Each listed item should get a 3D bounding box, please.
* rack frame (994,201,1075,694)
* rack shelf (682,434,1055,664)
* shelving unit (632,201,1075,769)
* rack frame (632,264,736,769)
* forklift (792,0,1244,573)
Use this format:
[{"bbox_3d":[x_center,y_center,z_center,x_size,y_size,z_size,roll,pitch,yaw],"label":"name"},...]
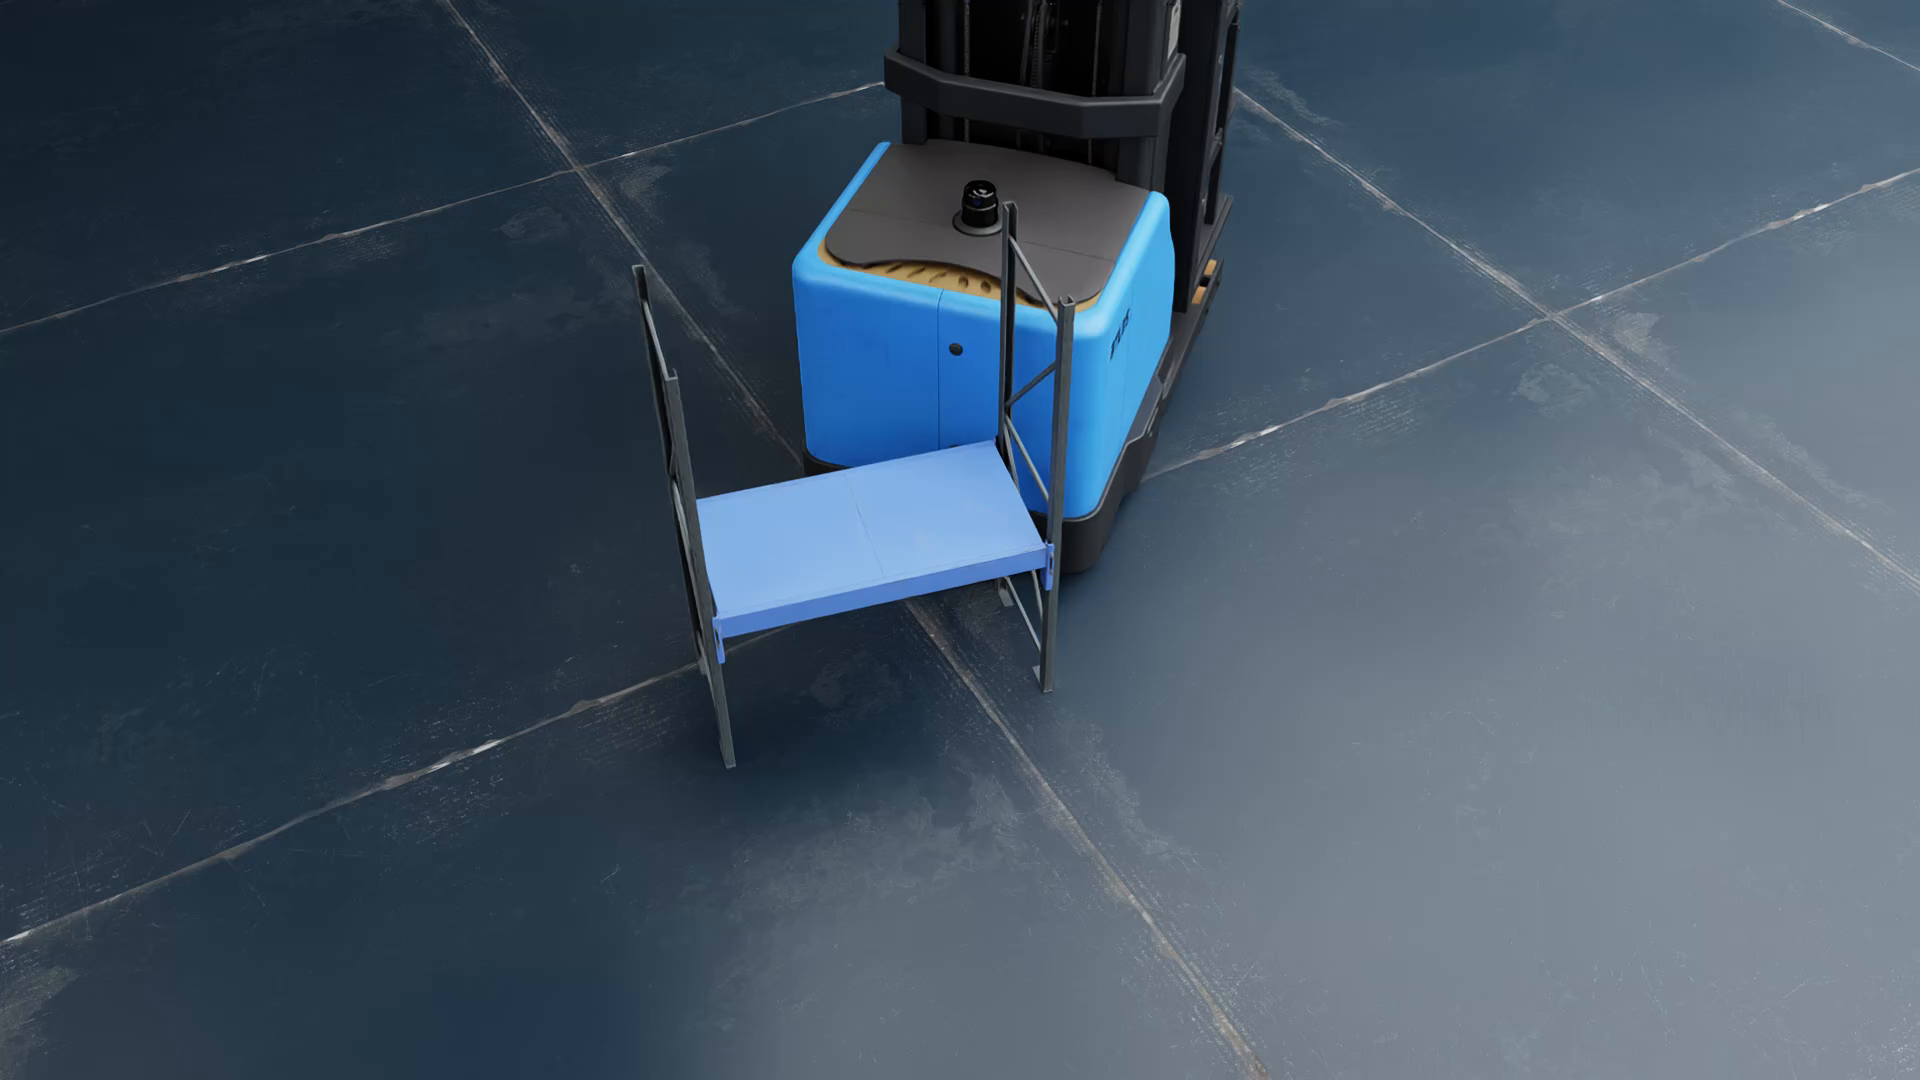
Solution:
[{"bbox_3d":[0.205,-0.222,4.902,0.032,1.500,0.500,-12,45,-12],"label":"rack frame"},{"bbox_3d":[-0.281,0.011,4.920,1.000,0.185,0.538,-12,45,-12],"label":"rack shelf"},{"bbox_3d":[-0.281,-0.118,4.794,1.048,1.500,0.538,-12,45,-12],"label":"shelving unit"},{"bbox_3d":[-0.767,-0.013,4.686,0.032,1.500,0.500,-12,45,-12],"label":"rack frame"},{"bbox_3d":[0.429,-1.984,5.690,1.130,2.935,3.031,14,46,14],"label":"forklift"}]
